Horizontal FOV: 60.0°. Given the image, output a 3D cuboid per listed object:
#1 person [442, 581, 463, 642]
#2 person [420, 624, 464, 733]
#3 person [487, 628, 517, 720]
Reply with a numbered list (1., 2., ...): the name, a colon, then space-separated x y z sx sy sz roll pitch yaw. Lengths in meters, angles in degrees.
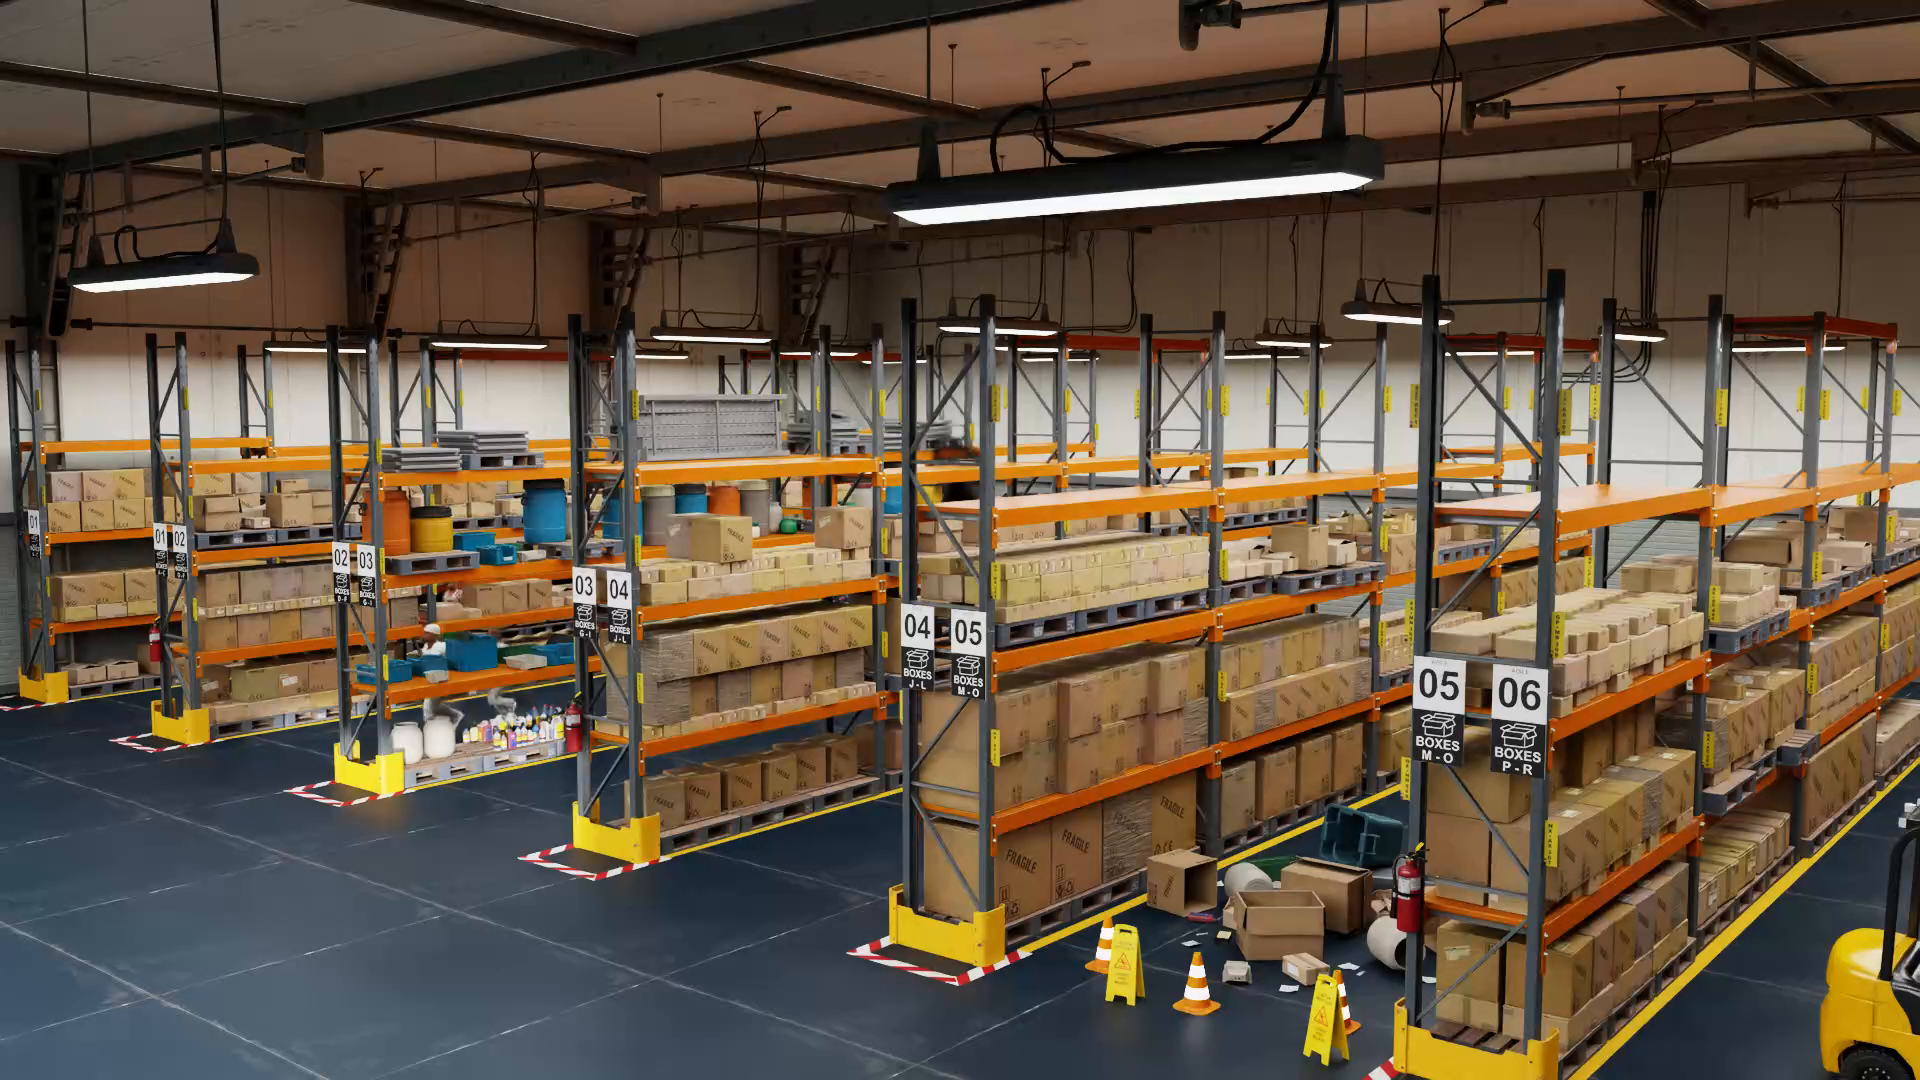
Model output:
1. person: -9.393 1.525 30.666 0.644 1.741 0.578 3 6 29
2. person: -7.654 2.101 24.399 0.709 1.766 0.934 5 7 44
3. person: -7.050 2.121 25.328 0.560 1.558 0.605 5 7 42
